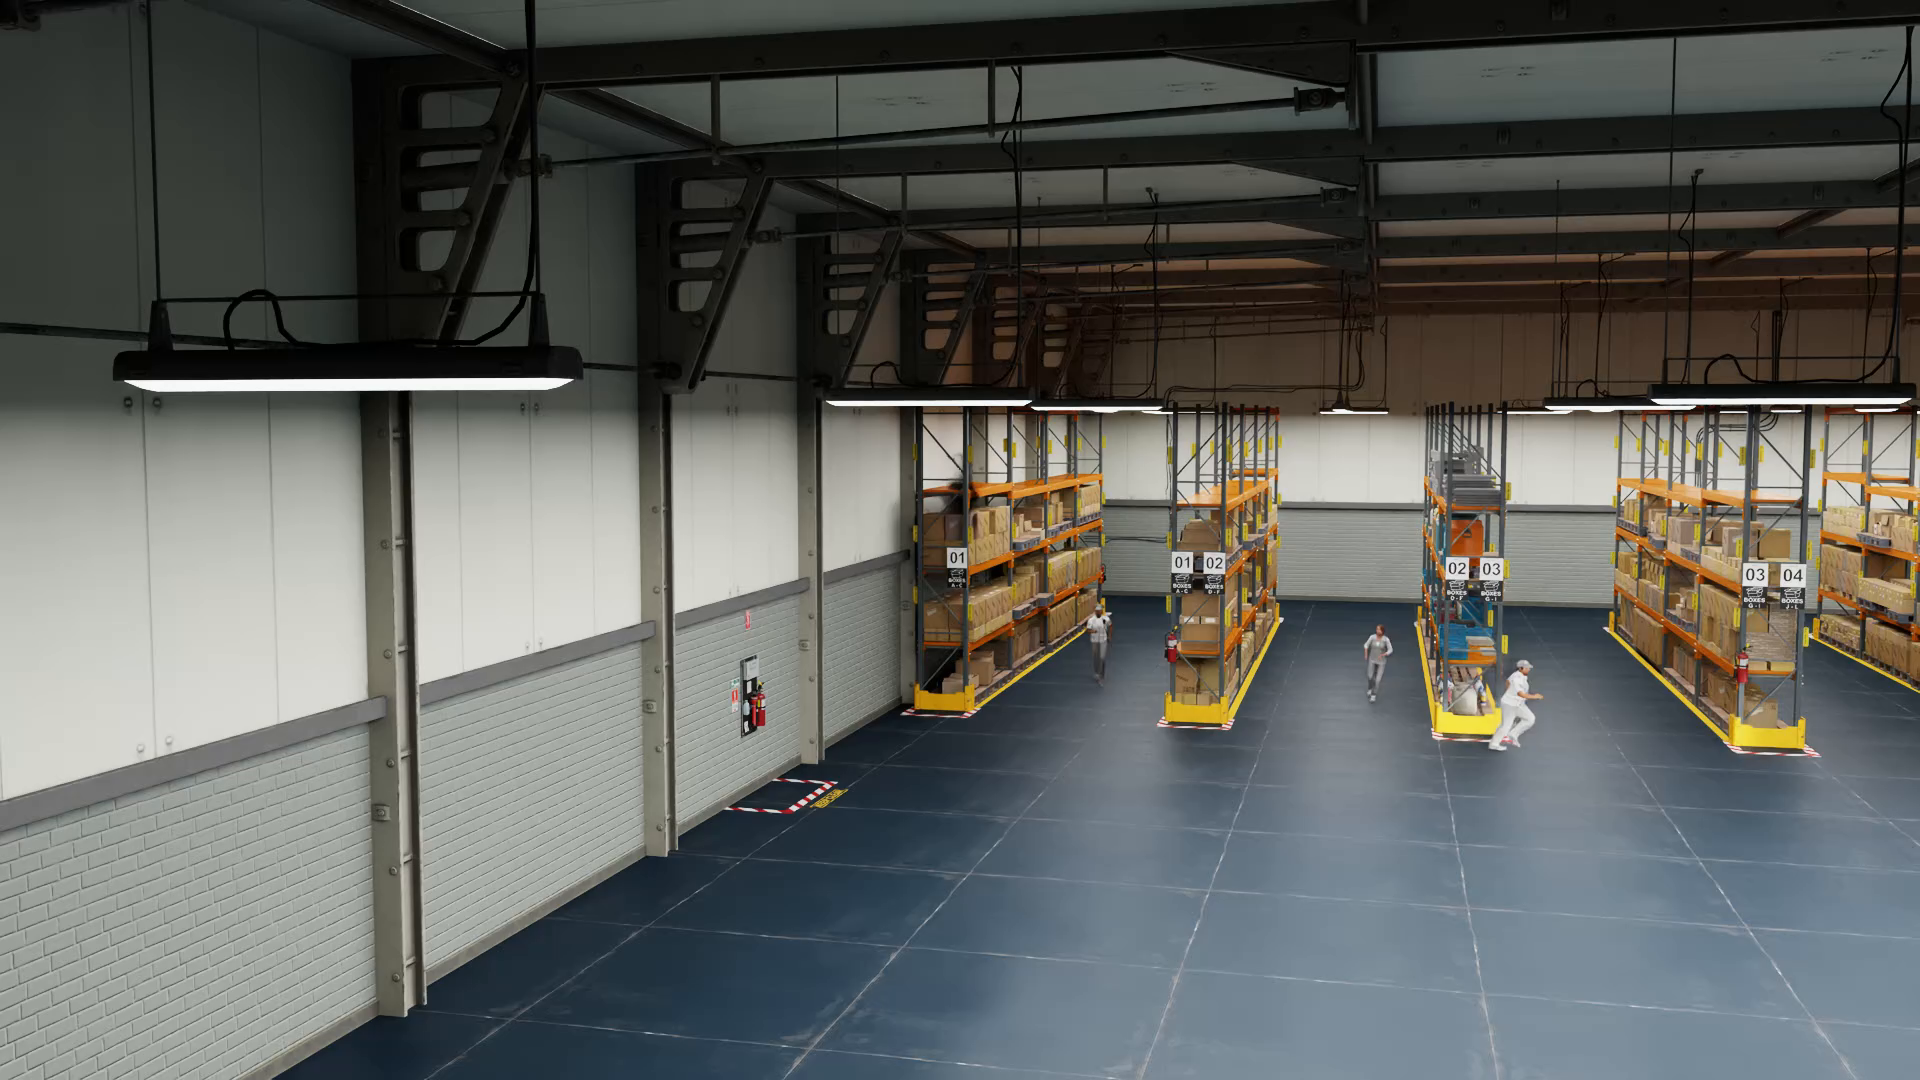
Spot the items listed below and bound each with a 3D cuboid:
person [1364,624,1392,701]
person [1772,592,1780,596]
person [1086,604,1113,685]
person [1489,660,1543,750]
[{"bbox_3d":[8.393,2.480,33.424,0.570,1.537,0.496,2,5,21],"label":"person"},{"bbox_3d":[21.074,1.696,43.134,0.576,1.714,0.685,2,5,27],"label":"person"},{"bbox_3d":[2.999,2.233,35.822,0.549,1.750,0.847,1,4,9],"label":"person"},{"bbox_3d":[9.530,2.826,28.448,0.895,1.586,0.616,3,5,32],"label":"person"}]
